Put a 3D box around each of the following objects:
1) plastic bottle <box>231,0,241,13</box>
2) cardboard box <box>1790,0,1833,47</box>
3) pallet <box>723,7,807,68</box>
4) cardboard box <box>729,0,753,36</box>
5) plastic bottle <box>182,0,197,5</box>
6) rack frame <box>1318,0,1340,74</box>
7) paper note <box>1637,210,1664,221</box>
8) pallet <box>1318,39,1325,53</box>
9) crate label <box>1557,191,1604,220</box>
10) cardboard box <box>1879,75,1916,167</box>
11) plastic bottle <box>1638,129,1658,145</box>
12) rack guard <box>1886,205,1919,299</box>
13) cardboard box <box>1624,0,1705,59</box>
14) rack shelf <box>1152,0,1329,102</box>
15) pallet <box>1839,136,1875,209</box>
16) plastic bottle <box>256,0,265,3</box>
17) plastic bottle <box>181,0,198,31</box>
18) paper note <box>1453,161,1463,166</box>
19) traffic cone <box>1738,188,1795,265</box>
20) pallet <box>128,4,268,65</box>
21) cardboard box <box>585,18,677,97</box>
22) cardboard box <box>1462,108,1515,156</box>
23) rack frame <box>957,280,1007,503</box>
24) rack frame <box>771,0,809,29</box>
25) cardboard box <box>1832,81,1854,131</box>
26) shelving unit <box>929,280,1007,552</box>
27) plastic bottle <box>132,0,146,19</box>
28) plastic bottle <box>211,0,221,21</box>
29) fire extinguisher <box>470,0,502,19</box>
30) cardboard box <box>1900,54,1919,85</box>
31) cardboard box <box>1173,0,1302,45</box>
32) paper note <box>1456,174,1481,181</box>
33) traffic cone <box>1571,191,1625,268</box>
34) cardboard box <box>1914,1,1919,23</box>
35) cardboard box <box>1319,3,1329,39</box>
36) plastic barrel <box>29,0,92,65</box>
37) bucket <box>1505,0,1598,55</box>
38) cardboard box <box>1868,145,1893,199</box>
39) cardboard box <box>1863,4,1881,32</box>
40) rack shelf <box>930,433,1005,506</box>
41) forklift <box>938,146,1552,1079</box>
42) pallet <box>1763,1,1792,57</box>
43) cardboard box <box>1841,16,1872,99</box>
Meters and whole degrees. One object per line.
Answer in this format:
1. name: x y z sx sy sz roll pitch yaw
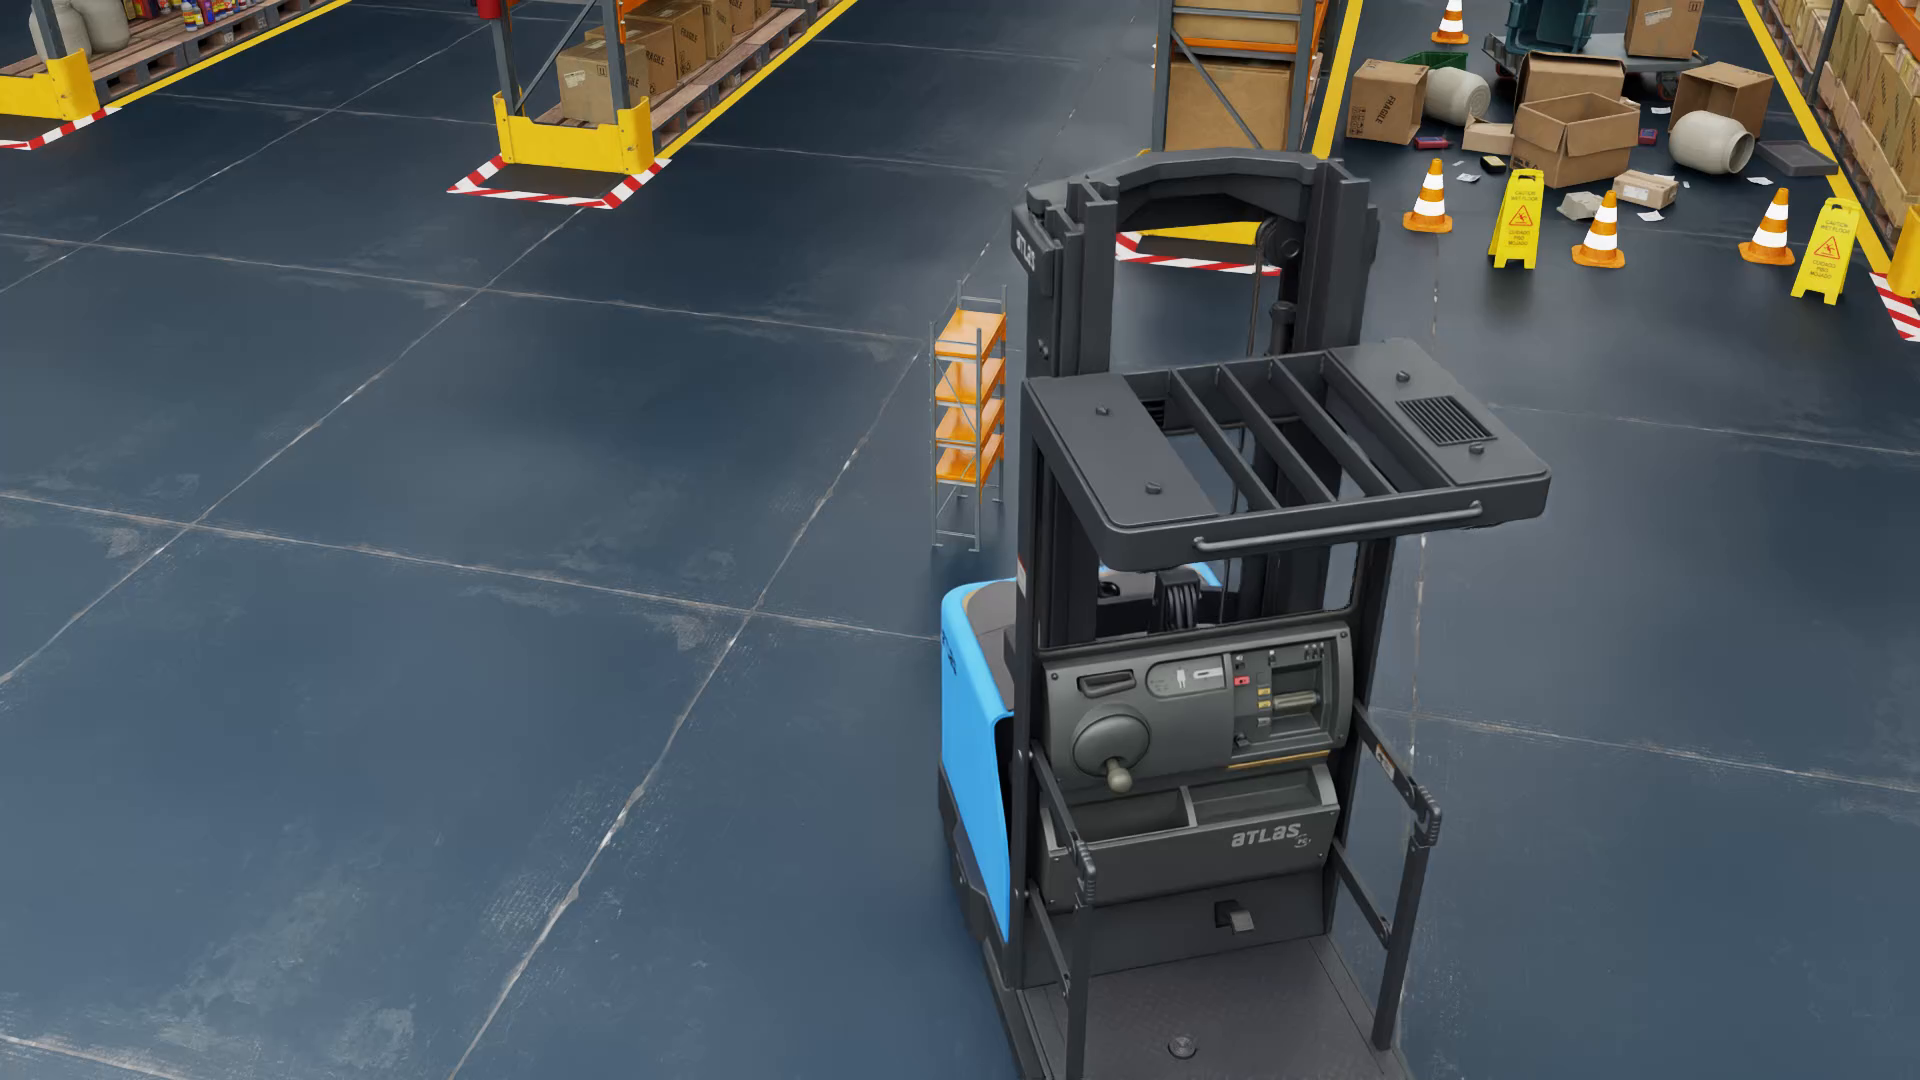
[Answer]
1. plastic bottle: -6.834 -5.097 15.605 0.097 0.271 0.097 0 32 0
2. cardboard box: 7.942 -4.596 14.742 0.950 0.372 0.625 10 34 15
3. pallet: -2.089 -4.701 15.448 1.003 0.211 1.213 8 33 12
4. cardboard box: -2.231 -4.853 15.026 0.500 0.500 0.500 19 37 27
5. plastic bottle: -7.356 -5.253 15.847 0.152 0.276 0.135 8 33 12
6. rack frame: 2.819 -5.503 14.111 1.000 3.000 0.127 8 33 12
7. paper note: 4.932 -2.315 11.862 0.148 0.019 0.142 -3 33 -4
8. pallet: 2.942 -4.737 15.505 1.003 0.211 1.213 8 33 12
9. crate label: 4.458 -2.388 11.878 0.250 0.136 0.298 -8 33 -13
10. cardboard box: 6.698 -2.862 11.428 0.500 0.500 0.500 9 34 14
11. plastic bottle: 5.491 -3.227 13.270 0.133 0.061 0.283 14 35 21
12. rack guard: 6.637 -1.791 10.601 1.175 0.500 0.348 8 33 12
13. cardboard box: 5.903 -4.373 13.957 0.500 0.500 0.500 8 33 12
14. rack shelf: 2.311 -4.162 12.671 1.077 0.370 4.000 8 33 12
15. pallet: 7.189 -2.717 12.326 1.003 0.211 1.213 8 33 12
16. plastic bottle: -6.759 -5.332 15.901 0.144 0.351 0.185 8 33 12
17. plastic bottle: -6.997 -4.762 15.078 0.097 0.271 0.097 0 32 0
18. paper note: 3.838 -2.901 12.804 0.032 0.001 0.123 28 42 36
19. traffic cone: 5.479 -2.134 11.176 0.336 0.463 0.334 8 33 12
20. pallet: -7.262 -4.751 15.526 1.003 0.211 1.213 8 33 12
21. cardboard box: -2.675 -3.914 13.550 0.500 0.500 0.500 17 36 25
22. cardboard box: 4.164 -3.207 13.047 0.396 0.266 0.258 14 35 21
23. rack frame: 0.104 -0.719 8.262 0.240 1.200 0.015 8 33 12
24. rack frame: -1.953 -6.231 15.255 1.000 3.000 0.127 8 33 12
25. cardboard box: 7.097 -3.351 12.896 0.500 0.250 0.500 10 34 15
26. shelving unit: 0.042 -0.592 8.063 0.258 1.200 0.503 8 33 12
27. plastic bottle: -7.626 -5.006 15.457 0.152 0.276 0.135 8 33 13
28. plastic bottle: -6.910 -4.940 15.358 0.097 0.271 0.097 0 32 0
29. fire extinguisher: -3.443 -4.126 12.016 0.296 0.674 0.183 8 33 12
30. cardboard box: 6.664 -3.194 11.346 0.380 0.149 0.250 9 33 13
31. cardboard box: 1.854 -3.690 11.118 0.875 0.550 0.550 8 33 12
32. paper note: 3.833 -2.735 12.525 0.144 0.017 0.142 20 38 29
33. traffic cone: 4.319 -2.109 11.136 0.336 0.463 0.334 8 33 12
34. cardboard box: 6.762 -3.596 11.346 0.380 0.149 0.250 8 33 12
35. cardboard box: 2.889 -5.065 15.128 1.050 0.750 0.750 8 33 12
36. plastic barrel: -7.666 -4.309 14.159 0.421 0.512 0.421 0 32 0
37. bucket: 5.014 -4.379 13.976 0.726 0.611 0.620 20 28 29
38. cardboard box: 6.701 -2.547 11.632 0.500 0.250 0.500 8 33 13
39. cardboard box: 7.003 -3.896 12.450 0.380 0.149 0.250 9 34 14
40. rack shelf: 0.042 -0.368 8.206 0.258 0.148 0.480 8 33 12
41. forklift: 0.754 0.545 4.661 1.130 2.935 3.031 -7 33 -11
42. pallet: 8.136 -4.744 15.516 1.003 0.211 1.213 8 33 12
43. cardboard box: 7.097 -3.666 12.694 0.500 0.500 0.500 9 34 14
